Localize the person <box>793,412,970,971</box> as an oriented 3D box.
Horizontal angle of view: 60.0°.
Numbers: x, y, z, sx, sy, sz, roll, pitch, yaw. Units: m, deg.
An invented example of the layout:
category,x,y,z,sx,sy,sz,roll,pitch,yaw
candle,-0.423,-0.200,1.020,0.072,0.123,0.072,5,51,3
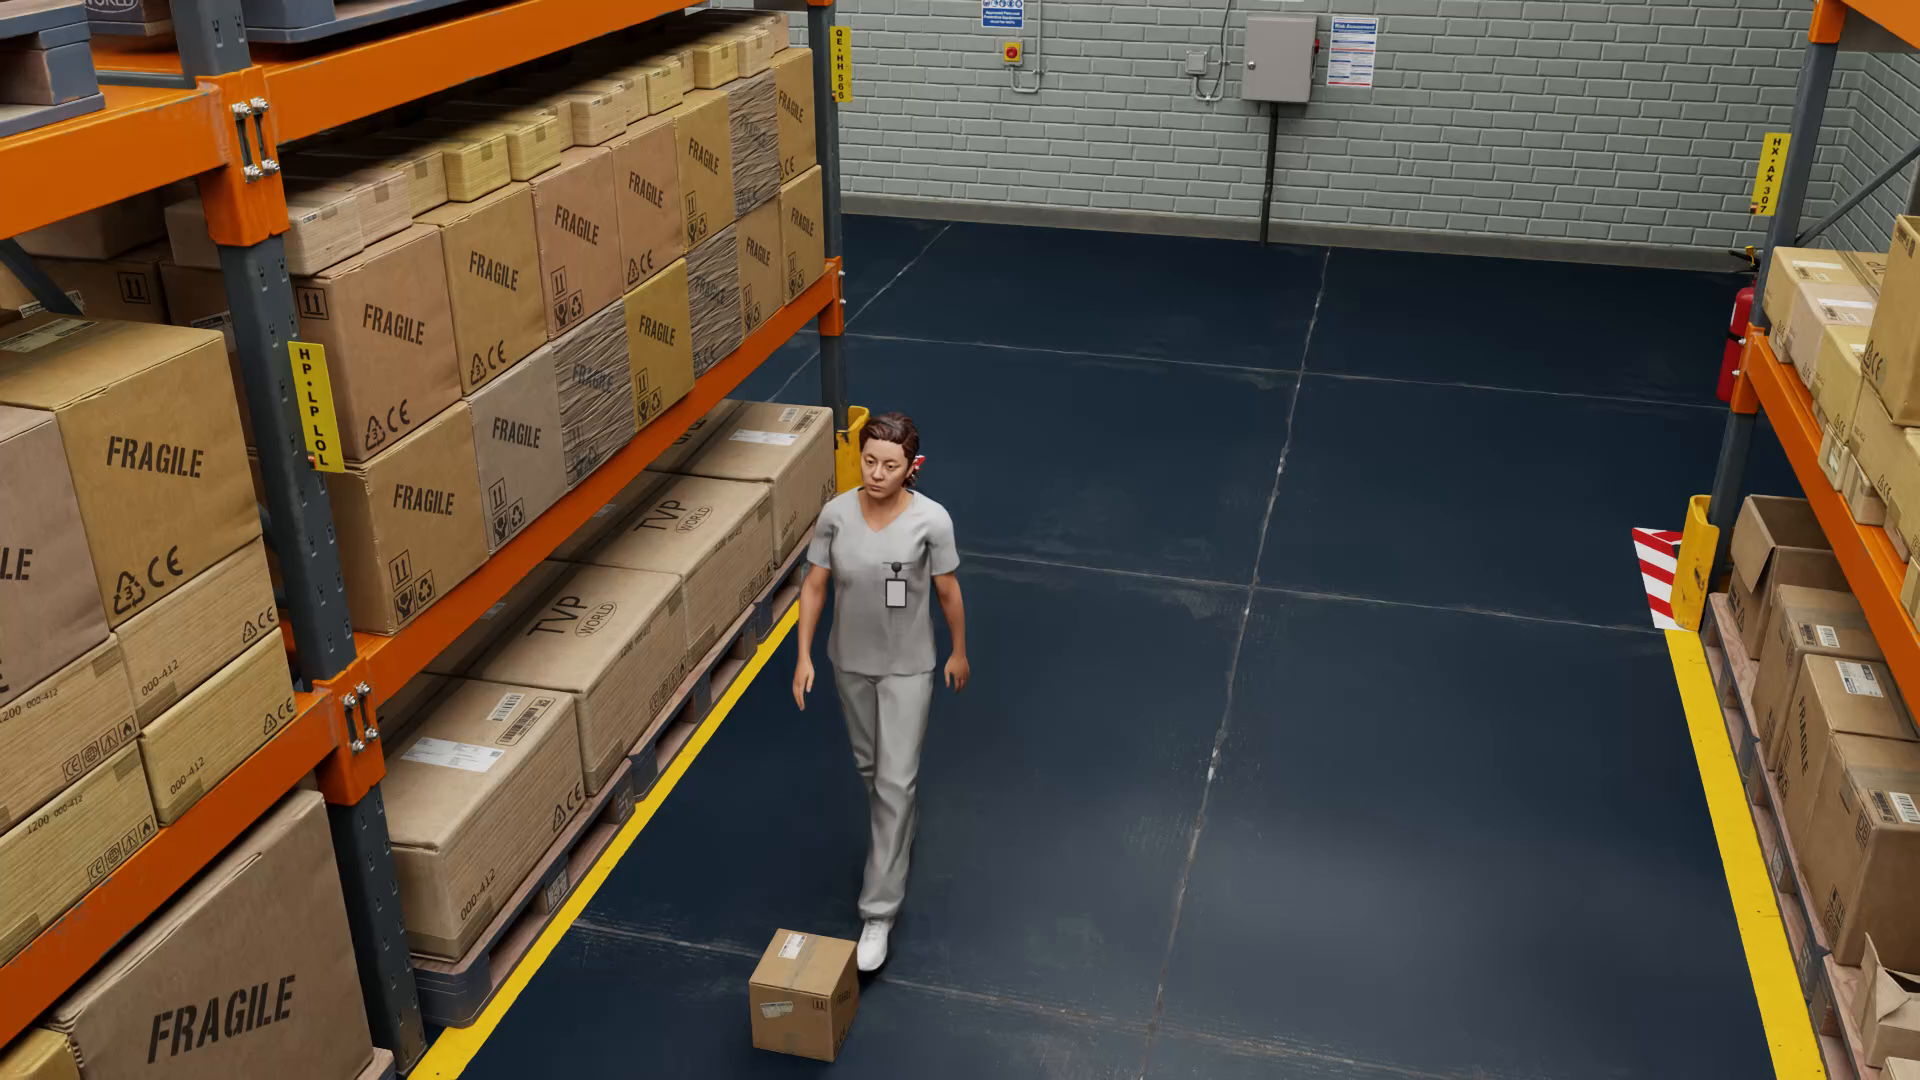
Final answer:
category,x,y,z,sx,sy,sz,roll,pitch,yaw
person,-0.293,0.443,5.160,0.493,1.649,0.798,8,27,17
